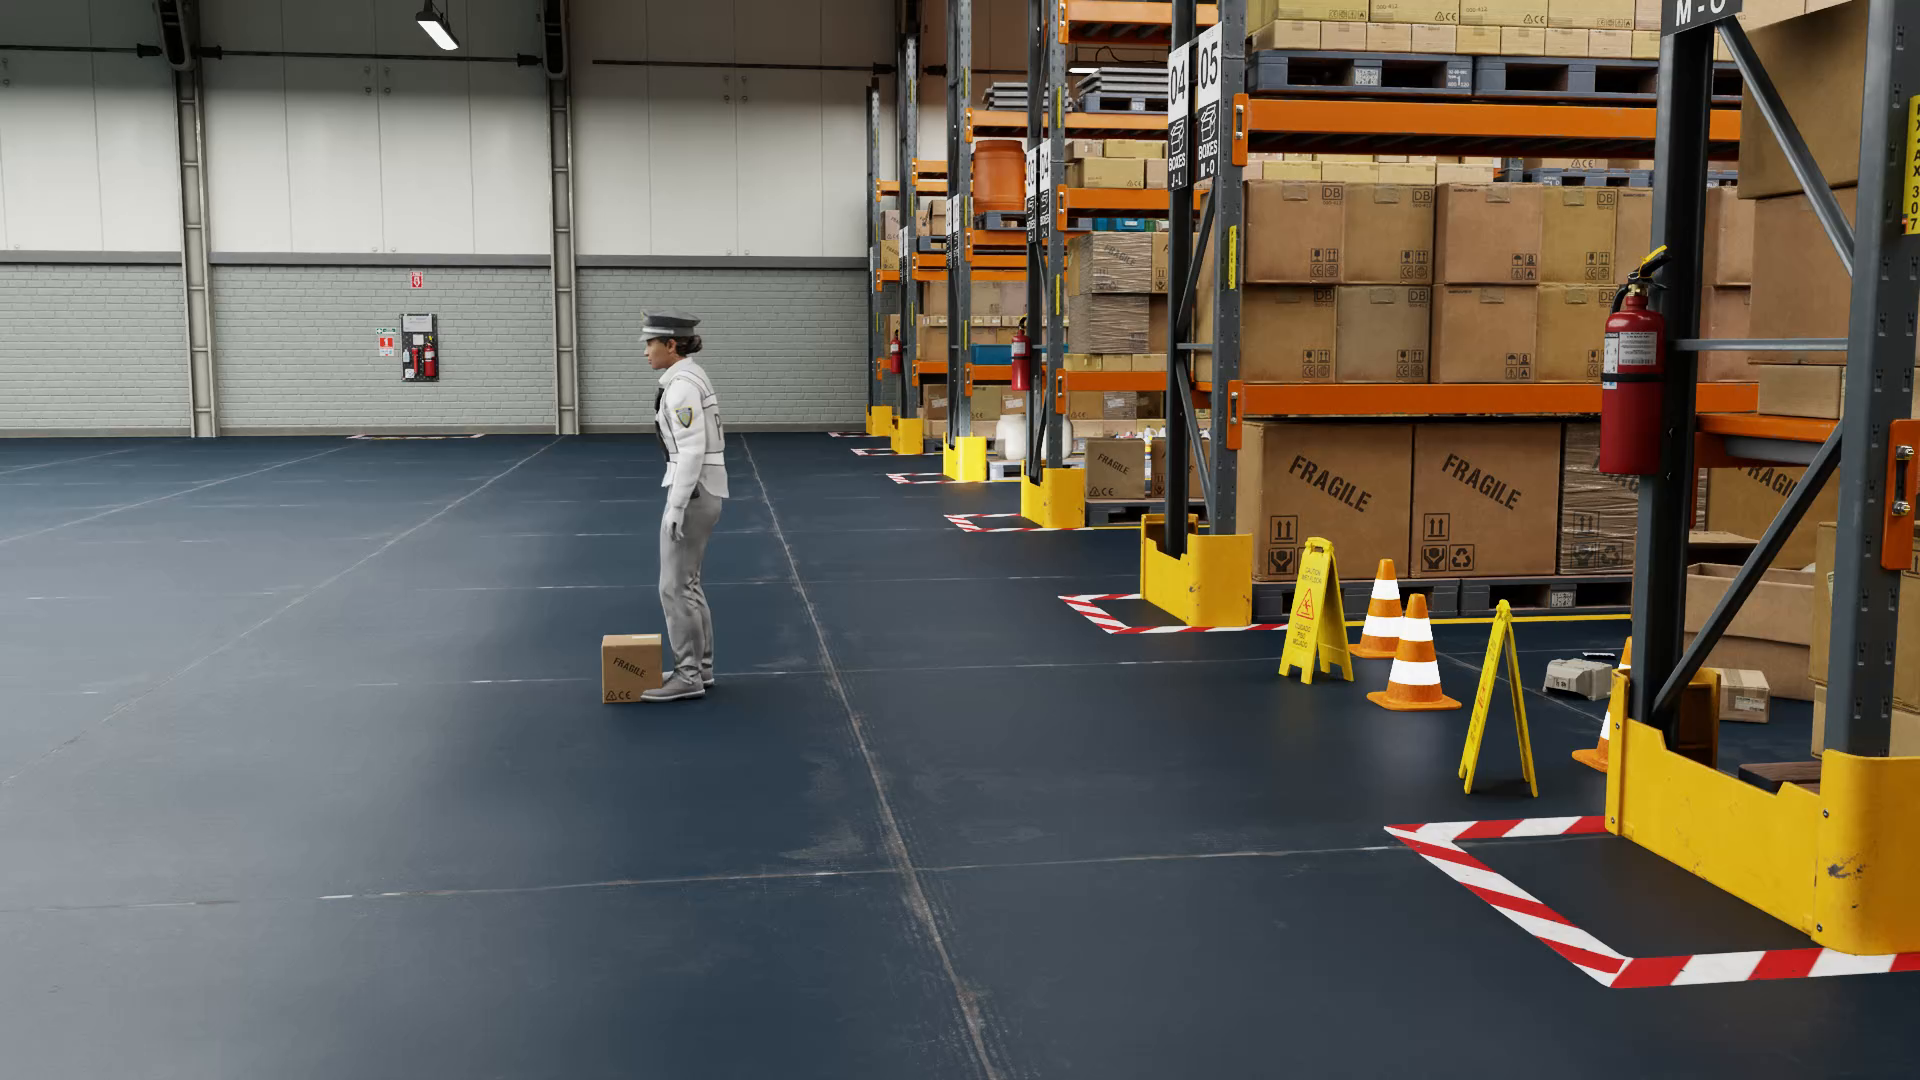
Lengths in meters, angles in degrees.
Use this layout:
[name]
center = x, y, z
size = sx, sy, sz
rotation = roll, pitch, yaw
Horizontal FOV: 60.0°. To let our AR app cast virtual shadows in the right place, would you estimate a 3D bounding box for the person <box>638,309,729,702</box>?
[person]
center = -1.195, -0.154, 7.150
size = 0.403, 1.663, 0.529
rotation = -1, 7, -8
